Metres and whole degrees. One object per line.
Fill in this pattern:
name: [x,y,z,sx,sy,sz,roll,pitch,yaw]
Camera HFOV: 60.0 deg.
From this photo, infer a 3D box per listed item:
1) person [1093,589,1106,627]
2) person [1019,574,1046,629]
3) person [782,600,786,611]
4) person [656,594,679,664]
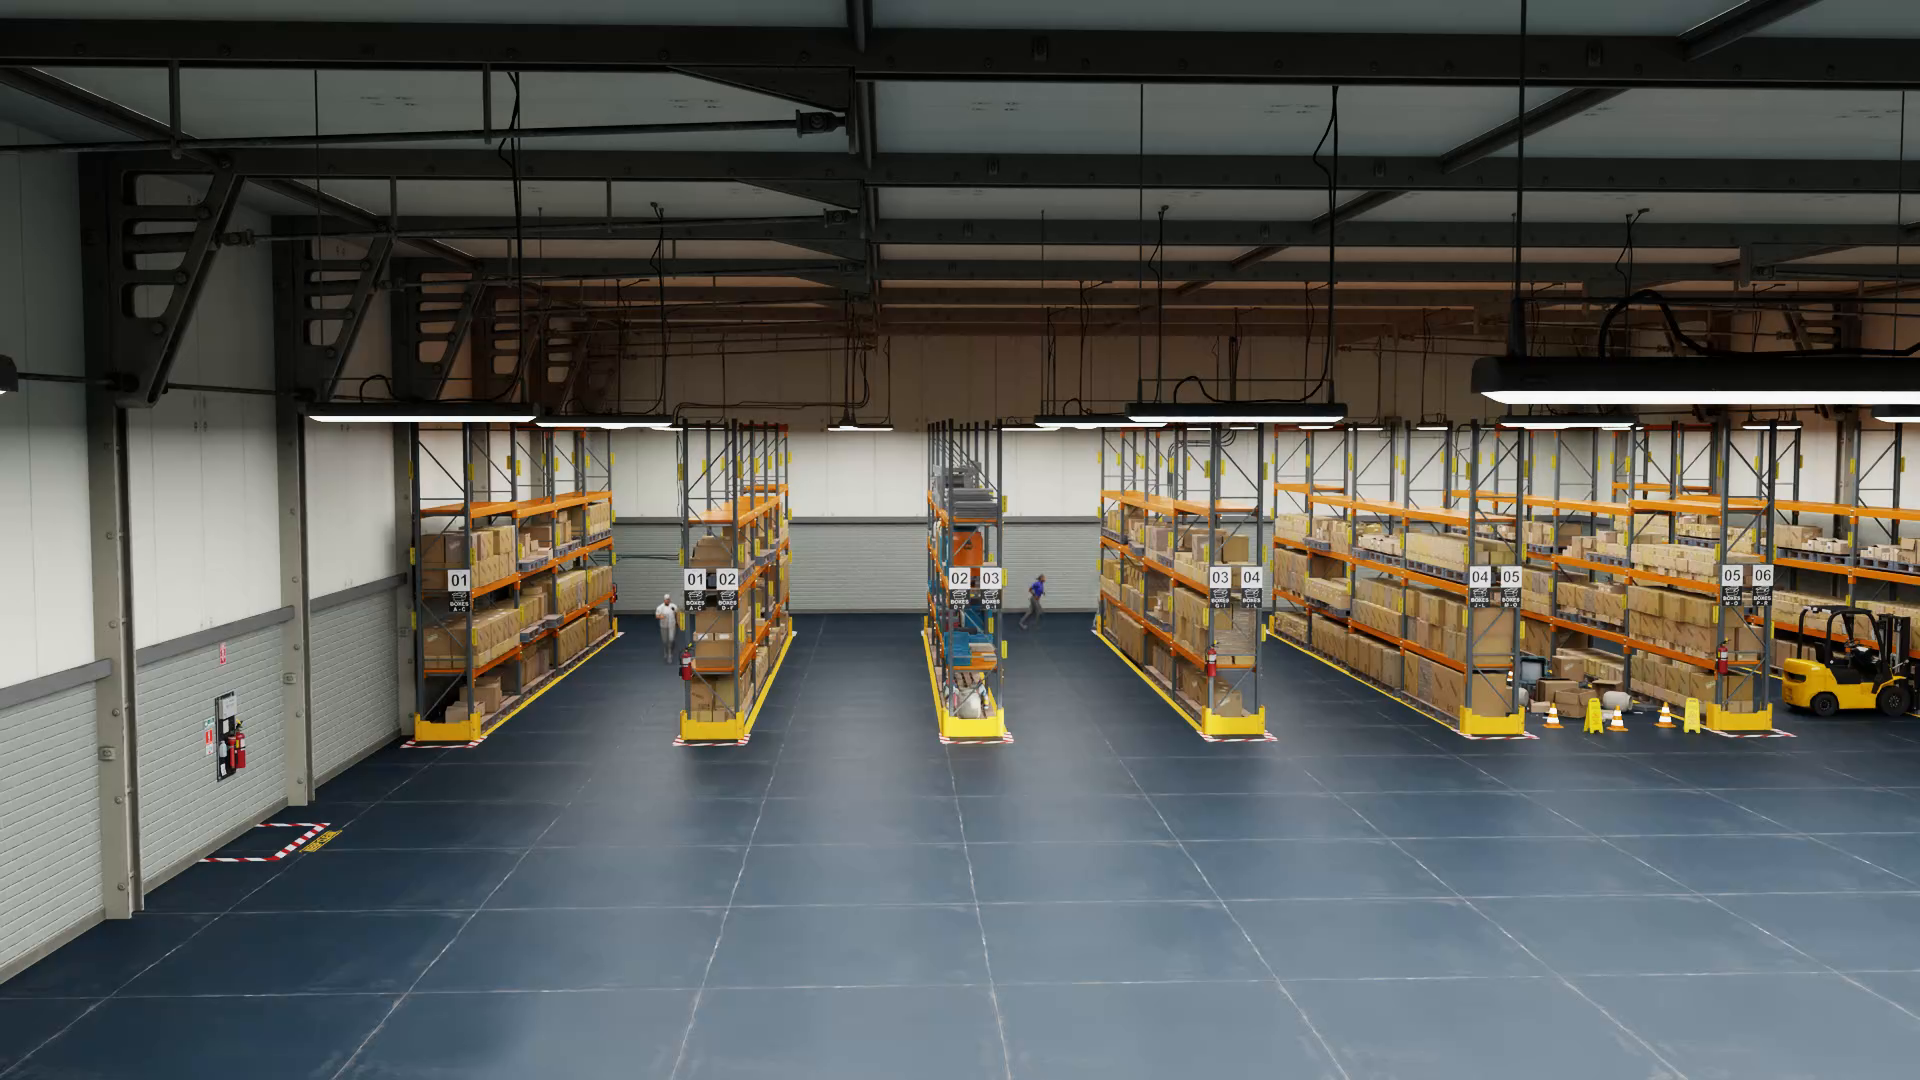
person: [4.207,1.792,48.892,0.490,1.569,0.528,-1,4,-21]
person: [2.145,1.844,48.948,0.776,1.564,0.553,1,4,14]
person: [-5.303,1.706,48.771,0.864,1.842,0.645,3,5,38]
person: [-7.348,2.210,41.772,0.555,1.712,0.854,0,4,-3]
